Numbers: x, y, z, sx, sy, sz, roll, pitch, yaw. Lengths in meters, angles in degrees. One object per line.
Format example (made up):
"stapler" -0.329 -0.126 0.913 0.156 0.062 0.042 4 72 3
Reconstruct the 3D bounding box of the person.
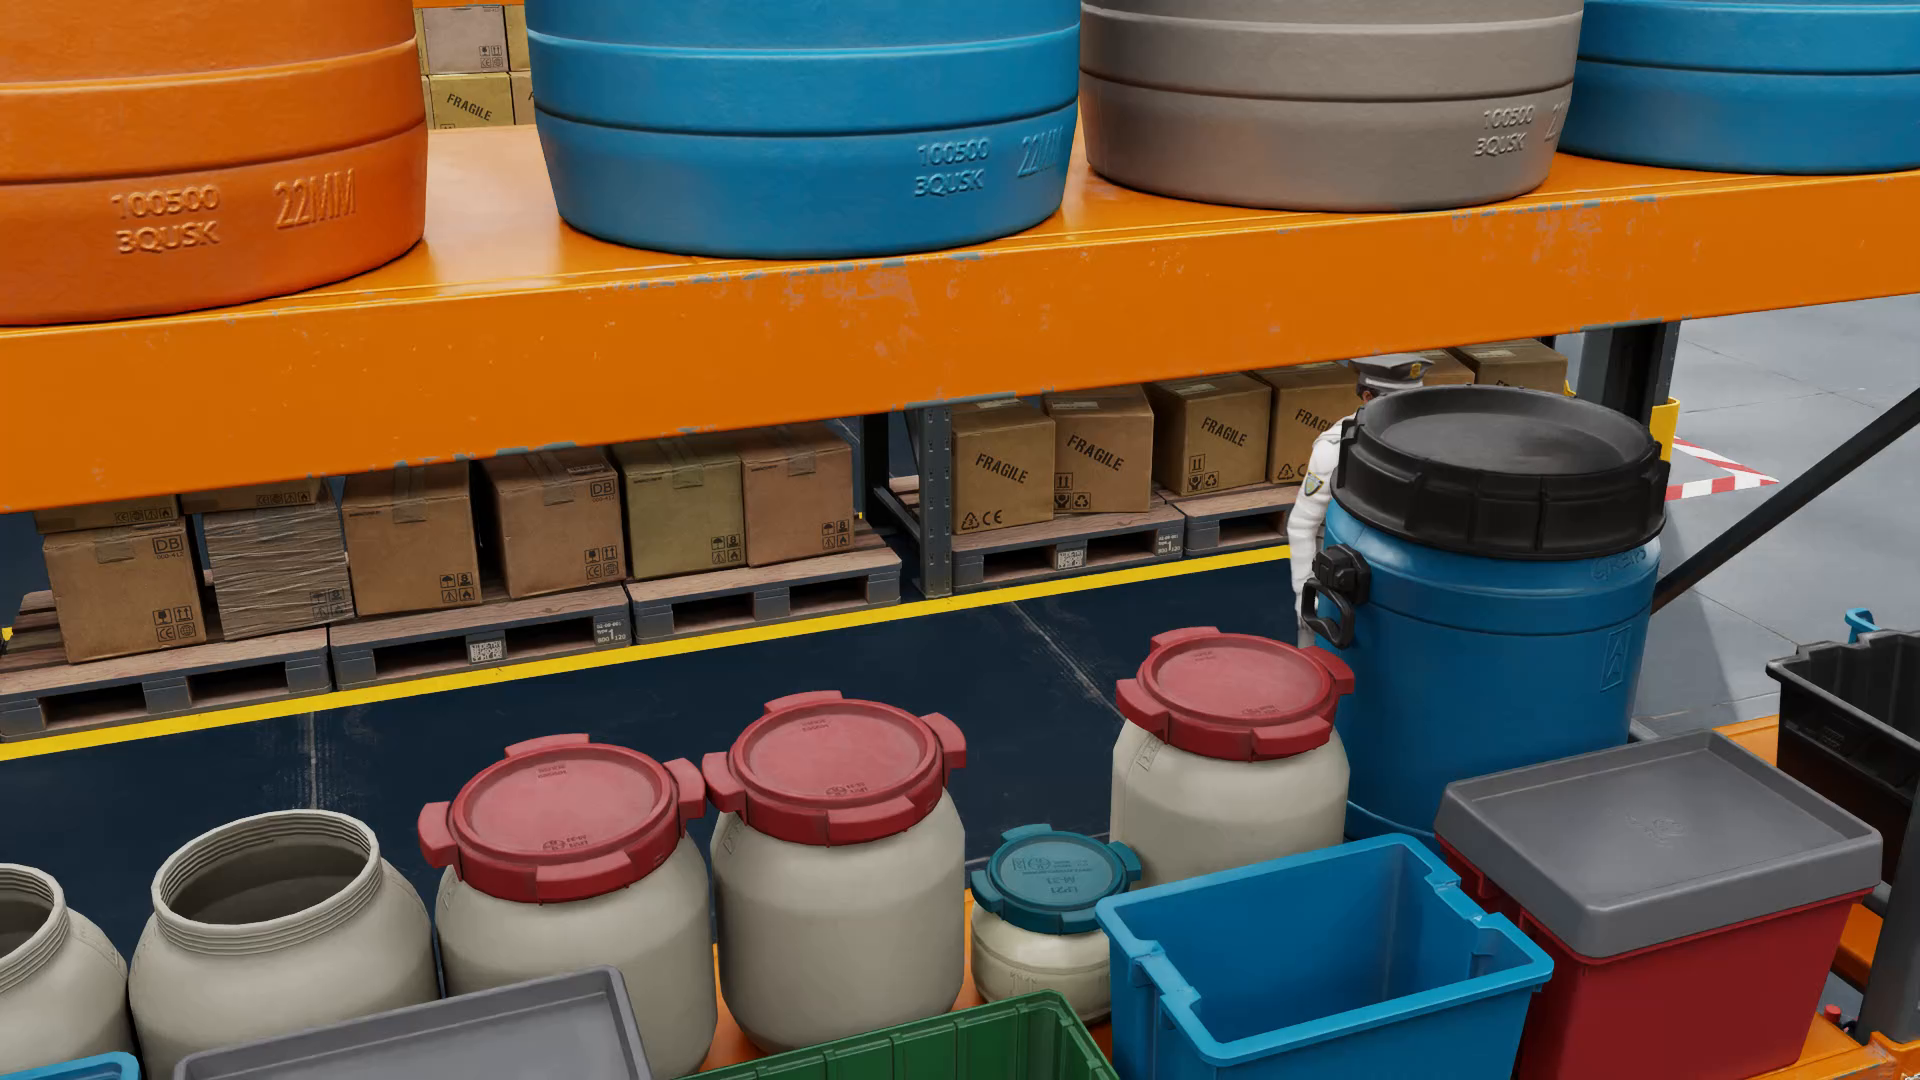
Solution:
"person" 1.370 0.150 5.725 0.547 1.666 0.409 -10 25 -22
